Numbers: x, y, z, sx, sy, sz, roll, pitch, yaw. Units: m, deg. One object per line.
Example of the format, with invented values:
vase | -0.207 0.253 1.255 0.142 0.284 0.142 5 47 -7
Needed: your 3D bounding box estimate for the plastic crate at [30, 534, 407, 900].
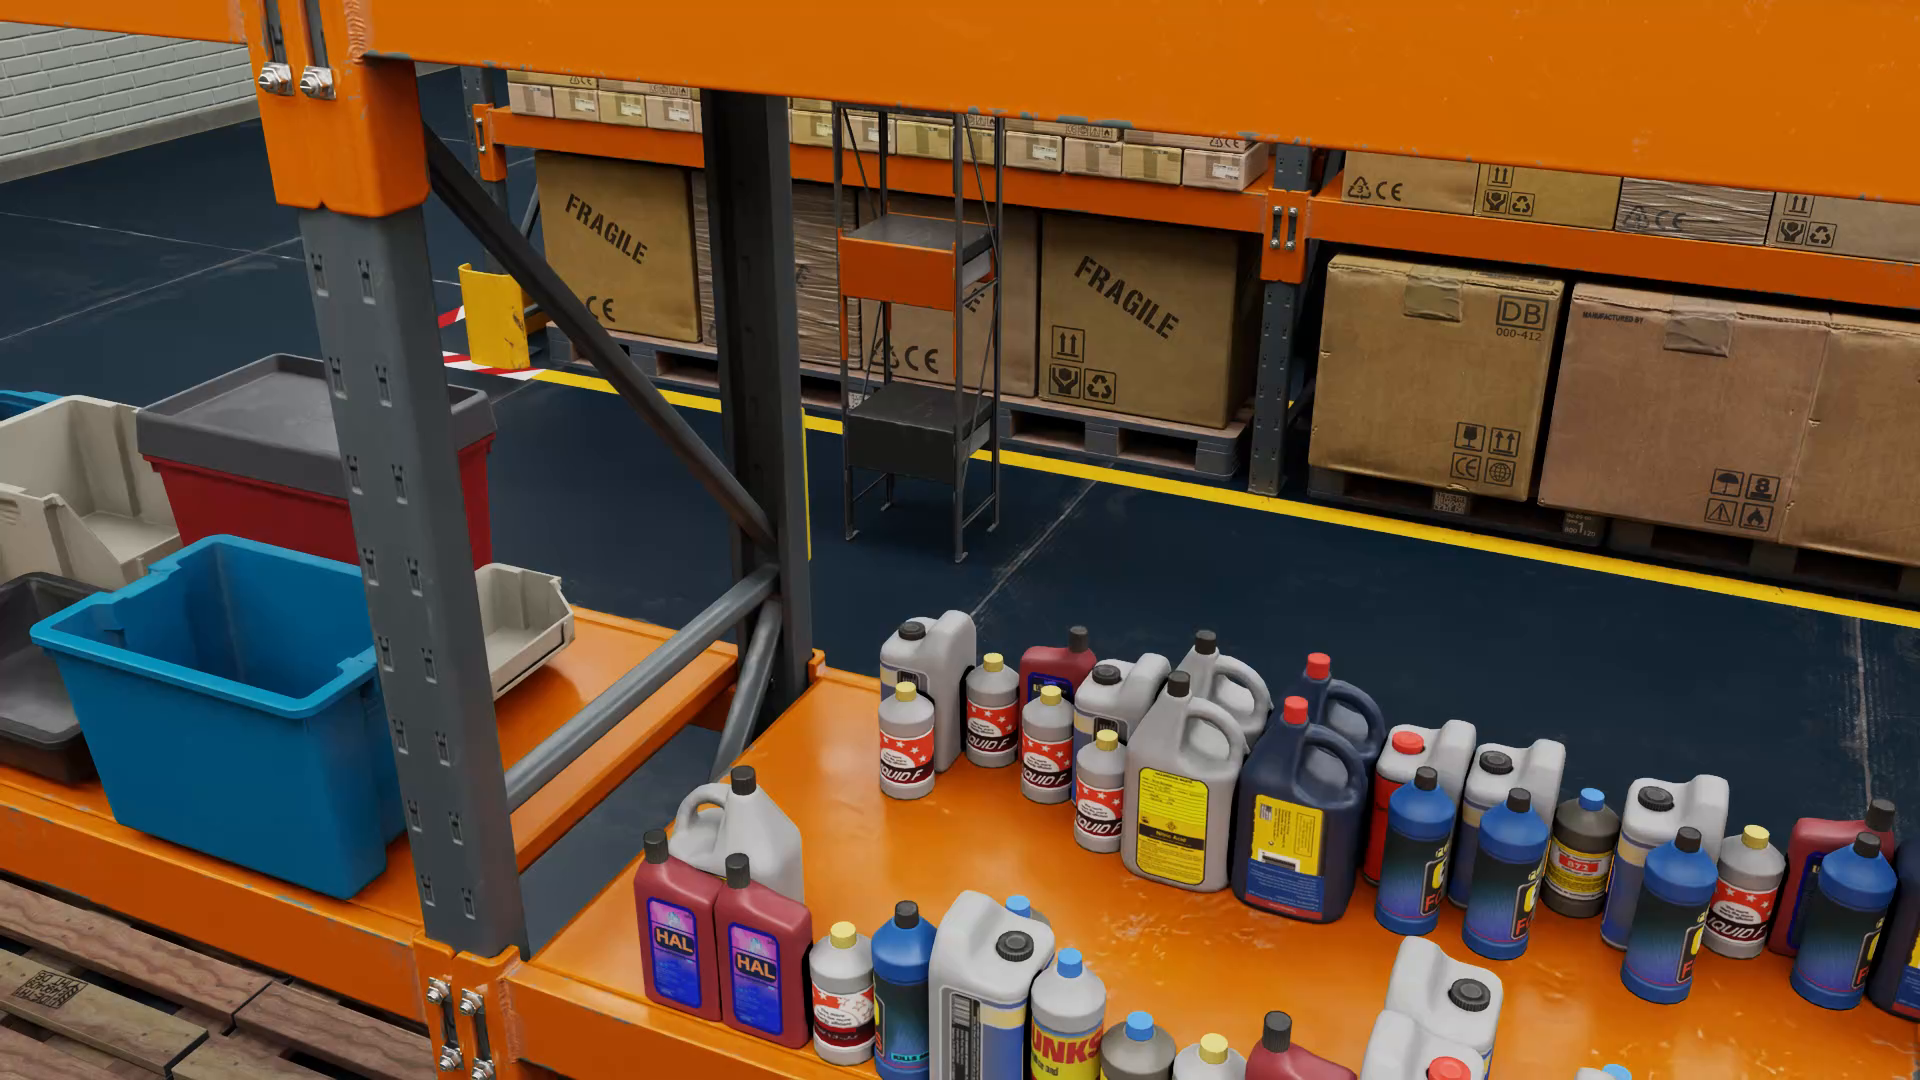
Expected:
plastic crate | -1.117 0.288 2.718 0.575 0.384 0.392 11 28 22

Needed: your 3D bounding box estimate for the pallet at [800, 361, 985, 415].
pallet | -0.275 -0.877 8.292 1.213 0.211 1.003 11 28 22

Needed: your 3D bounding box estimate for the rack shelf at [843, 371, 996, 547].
rack shelf | -0.151 -0.332 6.663 0.480 0.518 0.431 11 28 22

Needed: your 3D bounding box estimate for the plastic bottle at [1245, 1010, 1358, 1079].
plastic bottle | 0.415 0.710 2.045 0.133 0.283 0.061 11 28 22

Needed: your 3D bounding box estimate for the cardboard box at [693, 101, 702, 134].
cardboard box | -1.019 -1.969 7.638 0.250 0.149 0.380 11 28 21

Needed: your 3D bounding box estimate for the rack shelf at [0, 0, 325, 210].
rack shelf | -2.371 -1.132 3.072 4.000 0.370 1.077 11 28 22

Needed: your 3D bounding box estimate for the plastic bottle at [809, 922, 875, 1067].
plastic bottle | -0.160 0.622 2.315 0.097 0.201 0.097 0 26 0

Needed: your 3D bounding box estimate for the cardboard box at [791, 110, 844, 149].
cardboard box | -0.554 -1.875 7.448 0.250 0.149 0.380 11 28 21

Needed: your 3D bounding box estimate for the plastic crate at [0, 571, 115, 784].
plastic crate | -1.681 0.256 3.077 0.590 0.125 0.437 11 28 22

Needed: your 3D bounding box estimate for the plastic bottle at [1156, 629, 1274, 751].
plastic bottle | 0.421 0.315 2.770 0.185 0.351 0.144 11 28 22

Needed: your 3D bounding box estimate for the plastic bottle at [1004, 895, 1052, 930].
plastic bottle | 0.081 0.597 2.367 0.097 0.201 0.097 0 26 0

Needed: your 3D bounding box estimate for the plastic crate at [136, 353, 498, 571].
plastic crate | -1.260 -0.063 3.342 0.583 0.464 0.402 11 28 22

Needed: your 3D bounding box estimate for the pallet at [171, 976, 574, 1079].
pallet | -1.236 1.389 3.691 1.213 0.211 1.003 11 28 22

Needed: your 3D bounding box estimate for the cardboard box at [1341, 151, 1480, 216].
cardboard box | 1.815 -1.595 6.481 0.500 0.500 0.500 11 28 22

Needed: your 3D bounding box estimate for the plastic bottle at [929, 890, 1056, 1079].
plastic bottle | 0.046 0.617 2.242 0.135 0.276 0.152 11 28 22

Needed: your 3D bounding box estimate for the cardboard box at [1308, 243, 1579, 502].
cardboard box | 2.090 -0.861 7.034 0.875 0.875 1.225 11 28 22

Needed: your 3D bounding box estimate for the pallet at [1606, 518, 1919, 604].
pallet | 3.348 -0.151 6.817 1.213 0.211 1.003 11 28 22

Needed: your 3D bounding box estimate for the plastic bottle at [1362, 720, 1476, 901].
plastic bottle | 0.733 0.413 2.655 0.135 0.276 0.152 11 28 22

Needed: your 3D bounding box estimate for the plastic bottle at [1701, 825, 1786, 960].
plastic bottle | 1.184 0.524 2.515 0.097 0.201 0.097 0 26 0

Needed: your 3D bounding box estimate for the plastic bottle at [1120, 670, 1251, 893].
plastic bottle | 0.362 0.373 2.652 0.185 0.351 0.144 11 28 22

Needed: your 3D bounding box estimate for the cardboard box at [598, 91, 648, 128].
cardboard box | -1.488 -2.063 7.829 0.250 0.149 0.380 11 28 21

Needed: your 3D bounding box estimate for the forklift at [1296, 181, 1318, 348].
forklift | 2.033 -2.490 8.489 3.031 2.935 1.130 10 28 19

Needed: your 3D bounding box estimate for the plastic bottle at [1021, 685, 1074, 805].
plastic bottle | 0.155 0.347 2.875 0.097 0.201 0.097 0 26 0

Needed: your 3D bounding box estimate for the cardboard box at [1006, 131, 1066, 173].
cardboard box | 0.384 -1.687 7.066 0.250 0.149 0.380 12 29 23

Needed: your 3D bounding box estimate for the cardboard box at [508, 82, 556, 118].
cardboard box | -1.955 -2.156 8.018 0.250 0.149 0.380 12 29 22

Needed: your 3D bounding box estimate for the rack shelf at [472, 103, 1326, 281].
rack shelf | -0.321 -1.778 7.780 4.000 0.370 1.077 11 28 22

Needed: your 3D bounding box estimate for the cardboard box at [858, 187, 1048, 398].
cardboard box | 0.113 -1.288 7.900 0.875 0.875 0.875 11 28 22

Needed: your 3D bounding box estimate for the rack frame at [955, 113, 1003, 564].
rack frame | 0.071 -0.928 6.257 0.015 2.100 0.400 11 28 22

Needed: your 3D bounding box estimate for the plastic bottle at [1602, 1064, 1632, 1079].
plastic bottle | 0.802 0.741 2.073 0.097 0.201 0.097 0 26 0

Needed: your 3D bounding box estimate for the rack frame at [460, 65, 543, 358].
rack frame | -2.142 -2.467 8.364 0.127 3.000 1.000 11 28 22

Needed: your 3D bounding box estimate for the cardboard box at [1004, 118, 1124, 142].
cardboard box | 0.517 -1.870 6.986 0.500 0.250 0.500 12 29 23

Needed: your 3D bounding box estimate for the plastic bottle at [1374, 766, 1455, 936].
plastic bottle | 0.699 0.469 2.548 0.097 0.271 0.097 0 26 0

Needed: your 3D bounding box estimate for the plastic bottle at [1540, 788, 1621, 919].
plastic bottle | 0.973 0.481 2.601 0.097 0.201 0.097 0 26 0

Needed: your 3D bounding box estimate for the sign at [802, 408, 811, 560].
sign | -0.321 -0.089 3.221 0.005 0.325 0.100 11 28 22

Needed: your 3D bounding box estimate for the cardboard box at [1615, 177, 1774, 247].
cardboard box | 2.728 -1.412 6.109 0.500 0.500 0.500 11 28 21

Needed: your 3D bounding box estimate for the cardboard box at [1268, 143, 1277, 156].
cardboard box | 1.368 -1.810 7.315 0.250 0.149 0.380 11 28 22

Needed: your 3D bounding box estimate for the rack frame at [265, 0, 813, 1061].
rack frame | -0.549 0.255 2.836 0.053 2.616 0.949 11 28 22

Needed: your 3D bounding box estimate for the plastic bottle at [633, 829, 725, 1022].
plastic bottle | -0.394 0.547 2.375 0.133 0.283 0.061 11 28 22

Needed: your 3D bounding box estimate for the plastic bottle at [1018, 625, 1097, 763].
plastic bottle | 0.171 0.275 2.928 0.133 0.283 0.061 11 28 22

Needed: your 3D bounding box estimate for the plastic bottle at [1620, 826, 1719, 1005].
plastic bottle | 1.032 0.536 2.412 0.097 0.271 0.097 0 26 0

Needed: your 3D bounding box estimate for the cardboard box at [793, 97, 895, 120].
cardboard box | -0.408 -2.057 7.366 0.500 0.250 0.500 11 28 21

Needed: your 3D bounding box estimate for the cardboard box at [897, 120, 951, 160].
cardboard box | -0.084 -1.781 7.256 0.250 0.149 0.380 11 28 21

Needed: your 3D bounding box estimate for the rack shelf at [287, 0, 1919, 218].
rack shelf | 1.270 -0.401 1.587 4.000 0.370 1.077 11 28 22

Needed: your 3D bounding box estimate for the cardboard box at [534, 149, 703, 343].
cardboard box | -1.526 -1.617 8.568 0.875 0.875 0.875 11 28 22

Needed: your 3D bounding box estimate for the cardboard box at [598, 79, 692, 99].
cardboard box | -1.341 -2.244 7.745 0.500 0.250 0.500 11 28 21

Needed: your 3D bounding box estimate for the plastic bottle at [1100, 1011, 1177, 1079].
plastic bottle | 0.229 0.700 2.157 0.097 0.201 0.097 0 26 0

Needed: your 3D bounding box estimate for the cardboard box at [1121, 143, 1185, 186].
cardboard box | 0.851 -1.594 6.875 0.250 0.149 0.380 12 29 23

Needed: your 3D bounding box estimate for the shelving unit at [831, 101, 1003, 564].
shelving unit | -0.151 -0.972 6.348 0.503 2.100 0.431 11 28 22

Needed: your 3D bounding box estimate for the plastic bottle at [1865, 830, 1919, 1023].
plastic bottle | 1.424 0.516 2.361 0.185 0.351 0.144 11 28 22

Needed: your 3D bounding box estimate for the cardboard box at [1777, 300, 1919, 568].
cardboard box | 3.713 -0.540 6.380 0.875 0.875 1.225 11 28 22

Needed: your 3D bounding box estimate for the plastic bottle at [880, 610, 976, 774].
plastic bottle | -0.058 0.254 2.978 0.135 0.276 0.152 11 28 22
